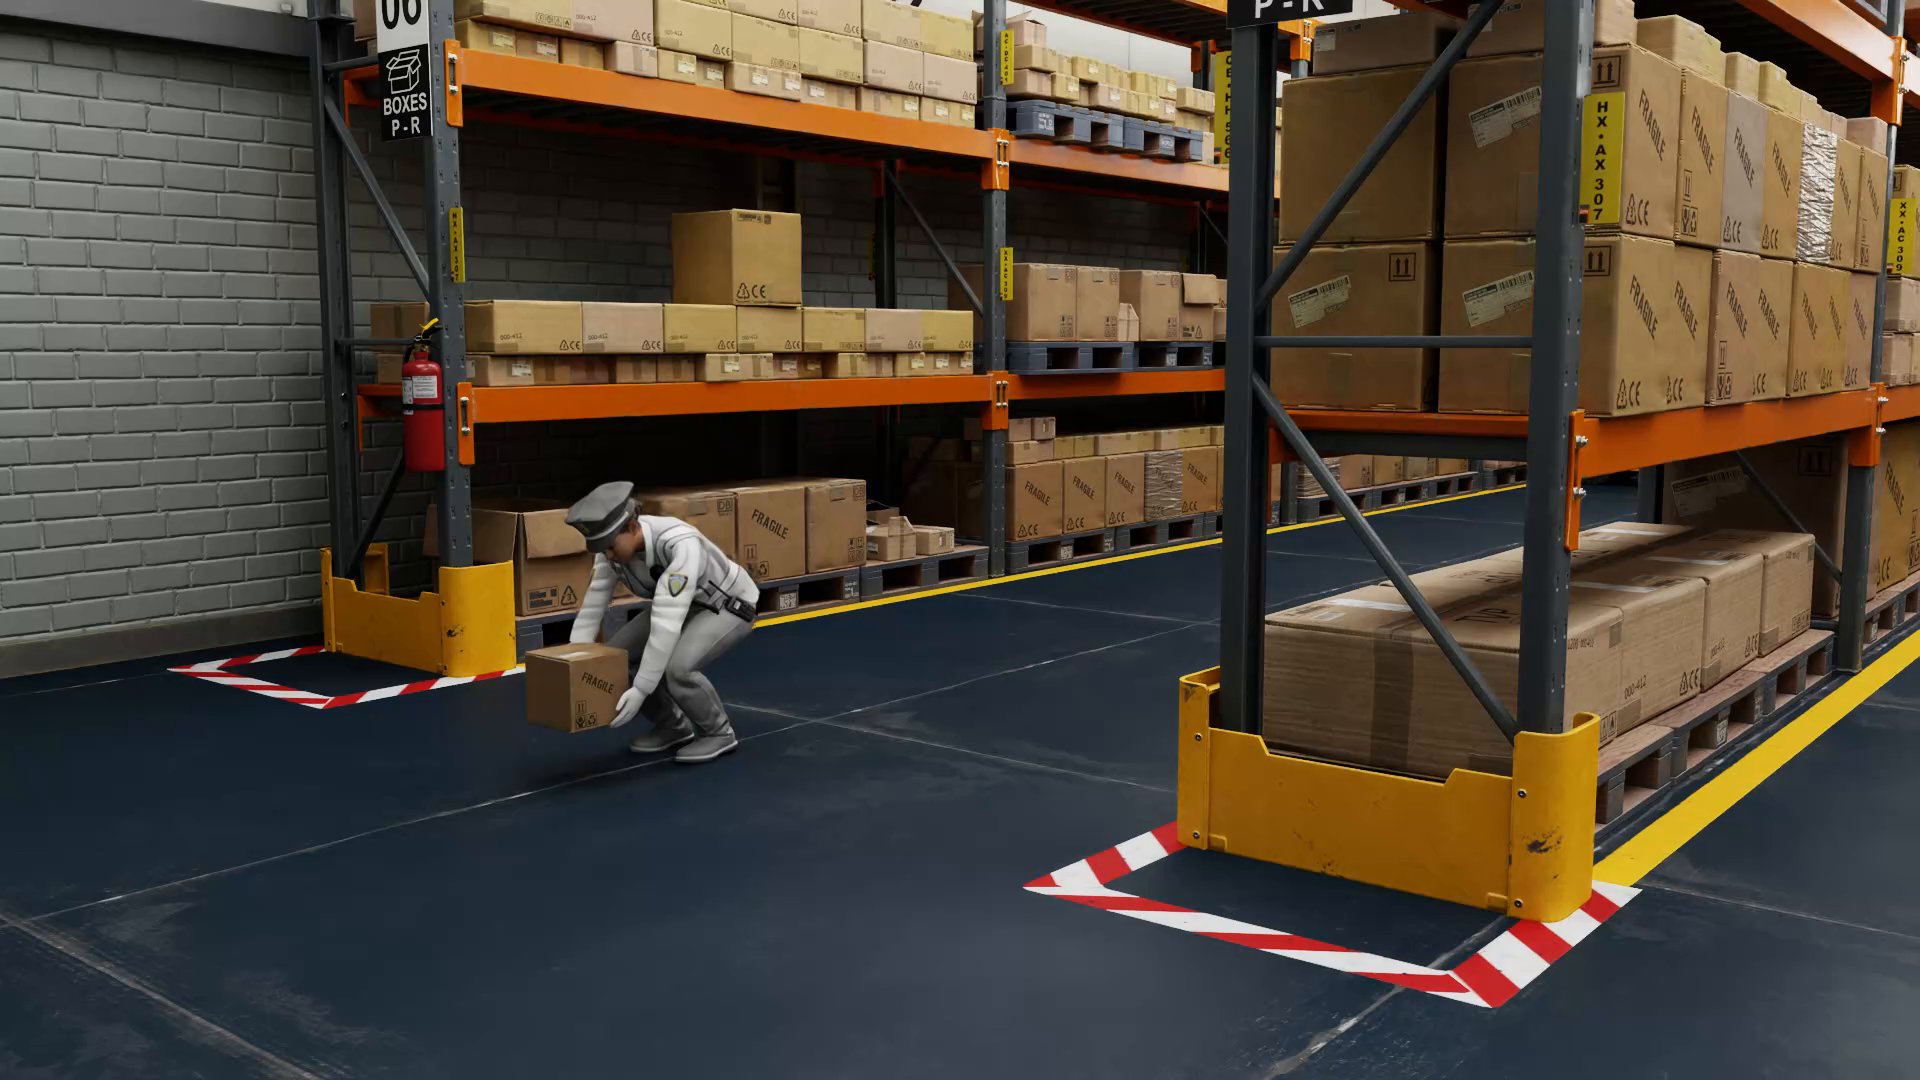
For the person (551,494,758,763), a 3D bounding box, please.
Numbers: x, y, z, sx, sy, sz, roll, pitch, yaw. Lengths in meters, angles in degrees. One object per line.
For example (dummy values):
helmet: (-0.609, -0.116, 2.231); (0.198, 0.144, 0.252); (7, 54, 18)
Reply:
person: (-1.076, 0.311, 5.998); (0.495, 0.993, 0.819); (5, 9, 38)
